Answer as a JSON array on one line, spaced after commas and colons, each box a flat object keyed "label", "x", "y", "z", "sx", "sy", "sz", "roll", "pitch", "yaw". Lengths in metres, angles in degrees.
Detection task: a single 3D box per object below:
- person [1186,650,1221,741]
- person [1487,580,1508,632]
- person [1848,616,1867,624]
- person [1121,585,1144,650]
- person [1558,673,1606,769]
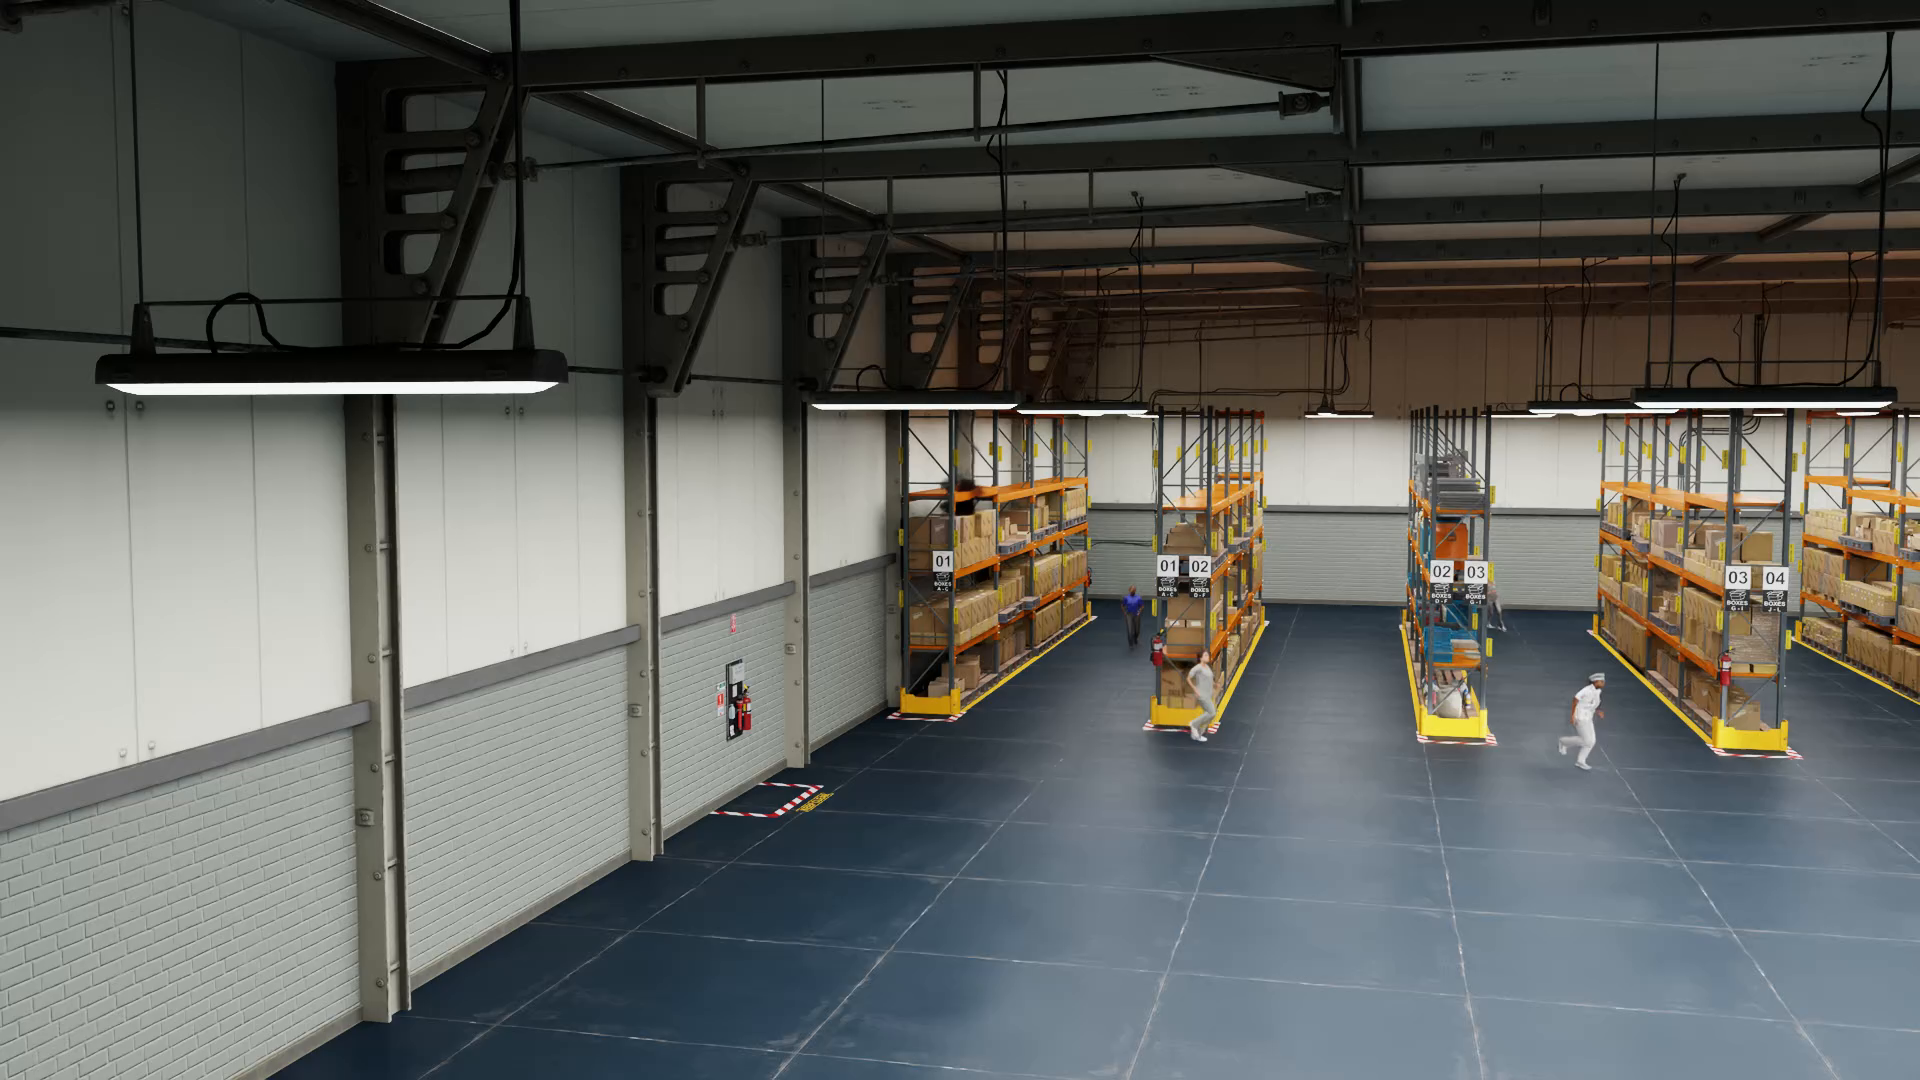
[{"label": "person", "x": 4.355, "y": 2.760, "z": 29.448, "sx": 0.555, "sy": 1.631, "sz": 0.553, "roll": 3, "pitch": 5, "yaw": 37}, {"label": "person", "x": 14.439, "y": 1.680, "z": 45.232, "sx": 0.594, "sy": 1.579, "sz": 0.785, "roll": -1, "pitch": 4, "yaw": -14}, {"label": "person", "x": 23.890, "y": 1.719, "z": 44.221, "sx": 0.740, "sy": 1.796, "sz": 0.678, "roll": 1, "pitch": 4, "yaw": 15}, {"label": "person", "x": 4.314, "y": 1.931, "z": 41.672, "sx": 0.575, "sy": 1.604, "sz": 0.599, "roll": 0, "pitch": 4, "yaw": 3}, {"label": "person", "x": 10.287, "y": 2.969, "z": 27.492, "sx": 0.735, "sy": 1.621, "sz": 0.567, "roll": 3, "pitch": 5, "yaw": 37}]
